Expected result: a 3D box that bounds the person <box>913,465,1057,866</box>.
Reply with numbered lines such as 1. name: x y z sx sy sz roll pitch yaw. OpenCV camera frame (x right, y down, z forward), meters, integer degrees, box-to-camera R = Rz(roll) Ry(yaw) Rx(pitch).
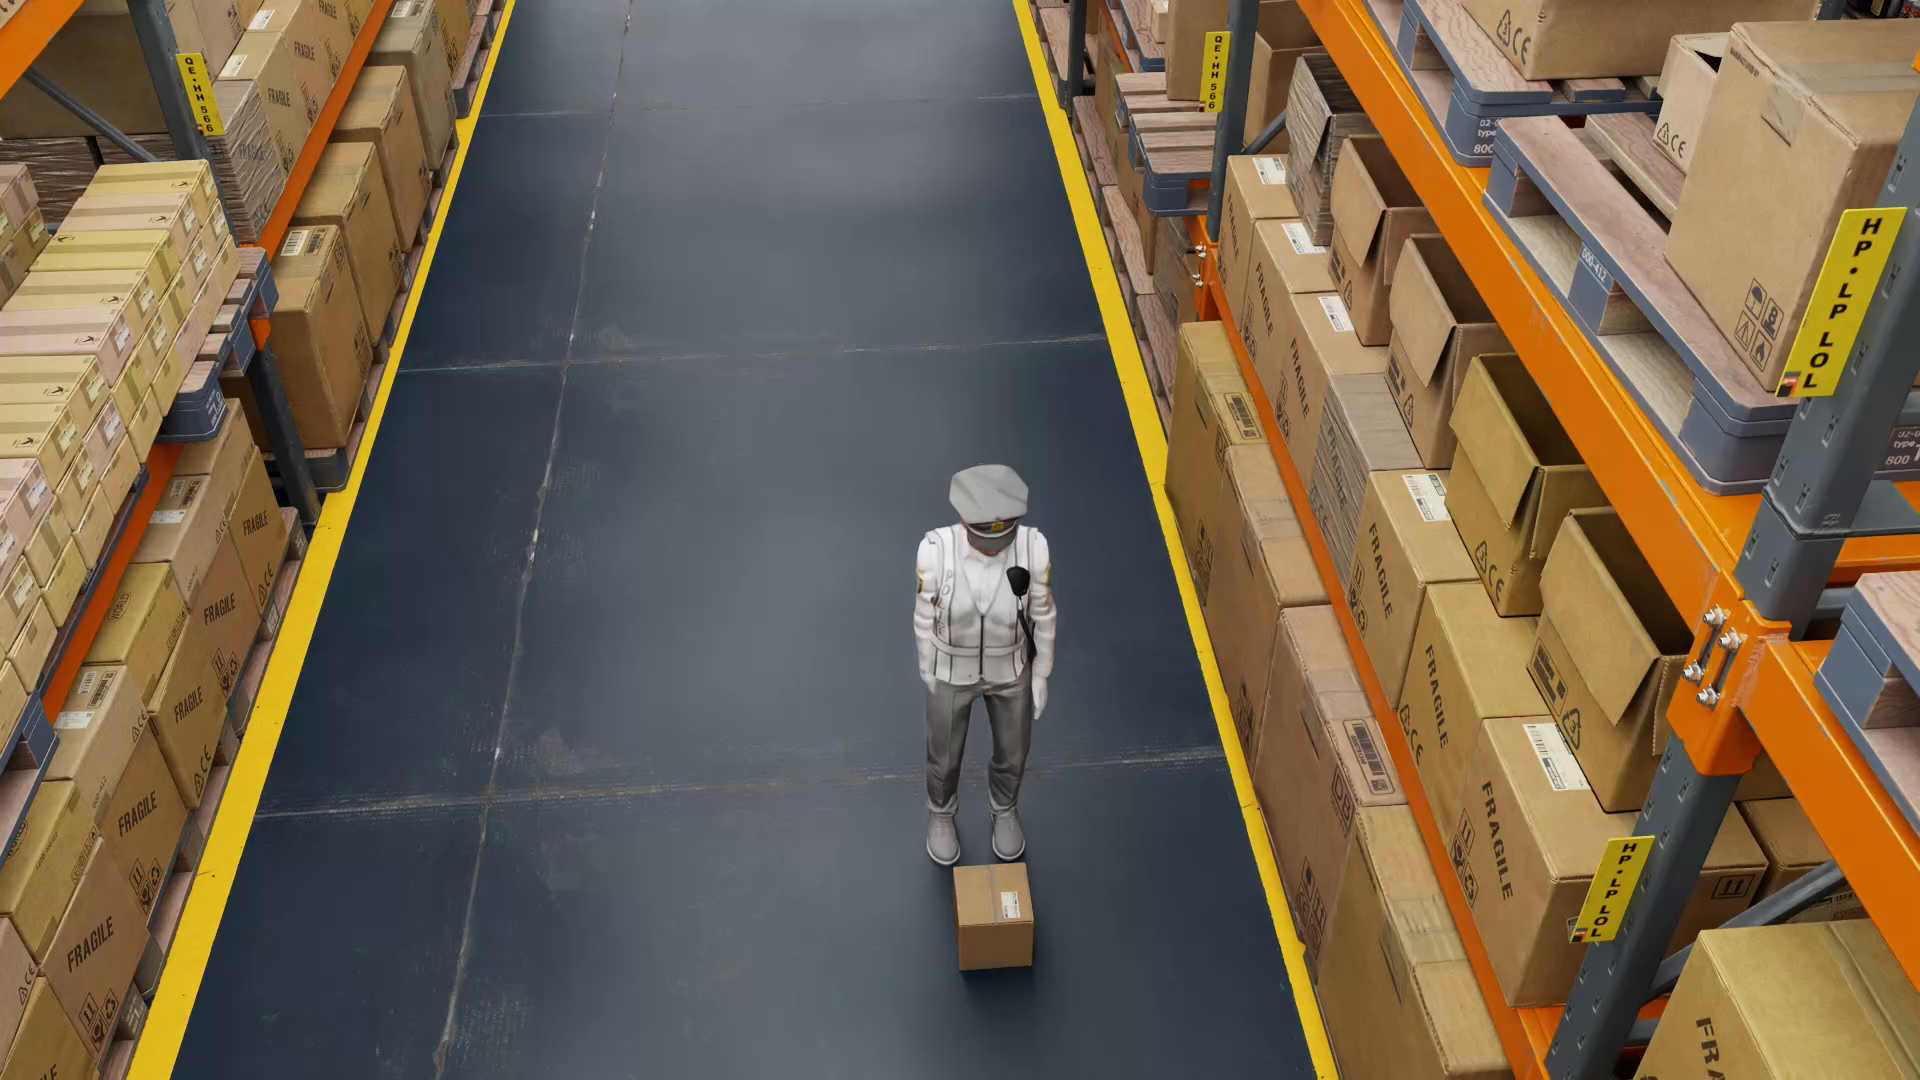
1. person: 0.085 0.447 5.621 0.476 1.661 0.338 -3 39 -4
